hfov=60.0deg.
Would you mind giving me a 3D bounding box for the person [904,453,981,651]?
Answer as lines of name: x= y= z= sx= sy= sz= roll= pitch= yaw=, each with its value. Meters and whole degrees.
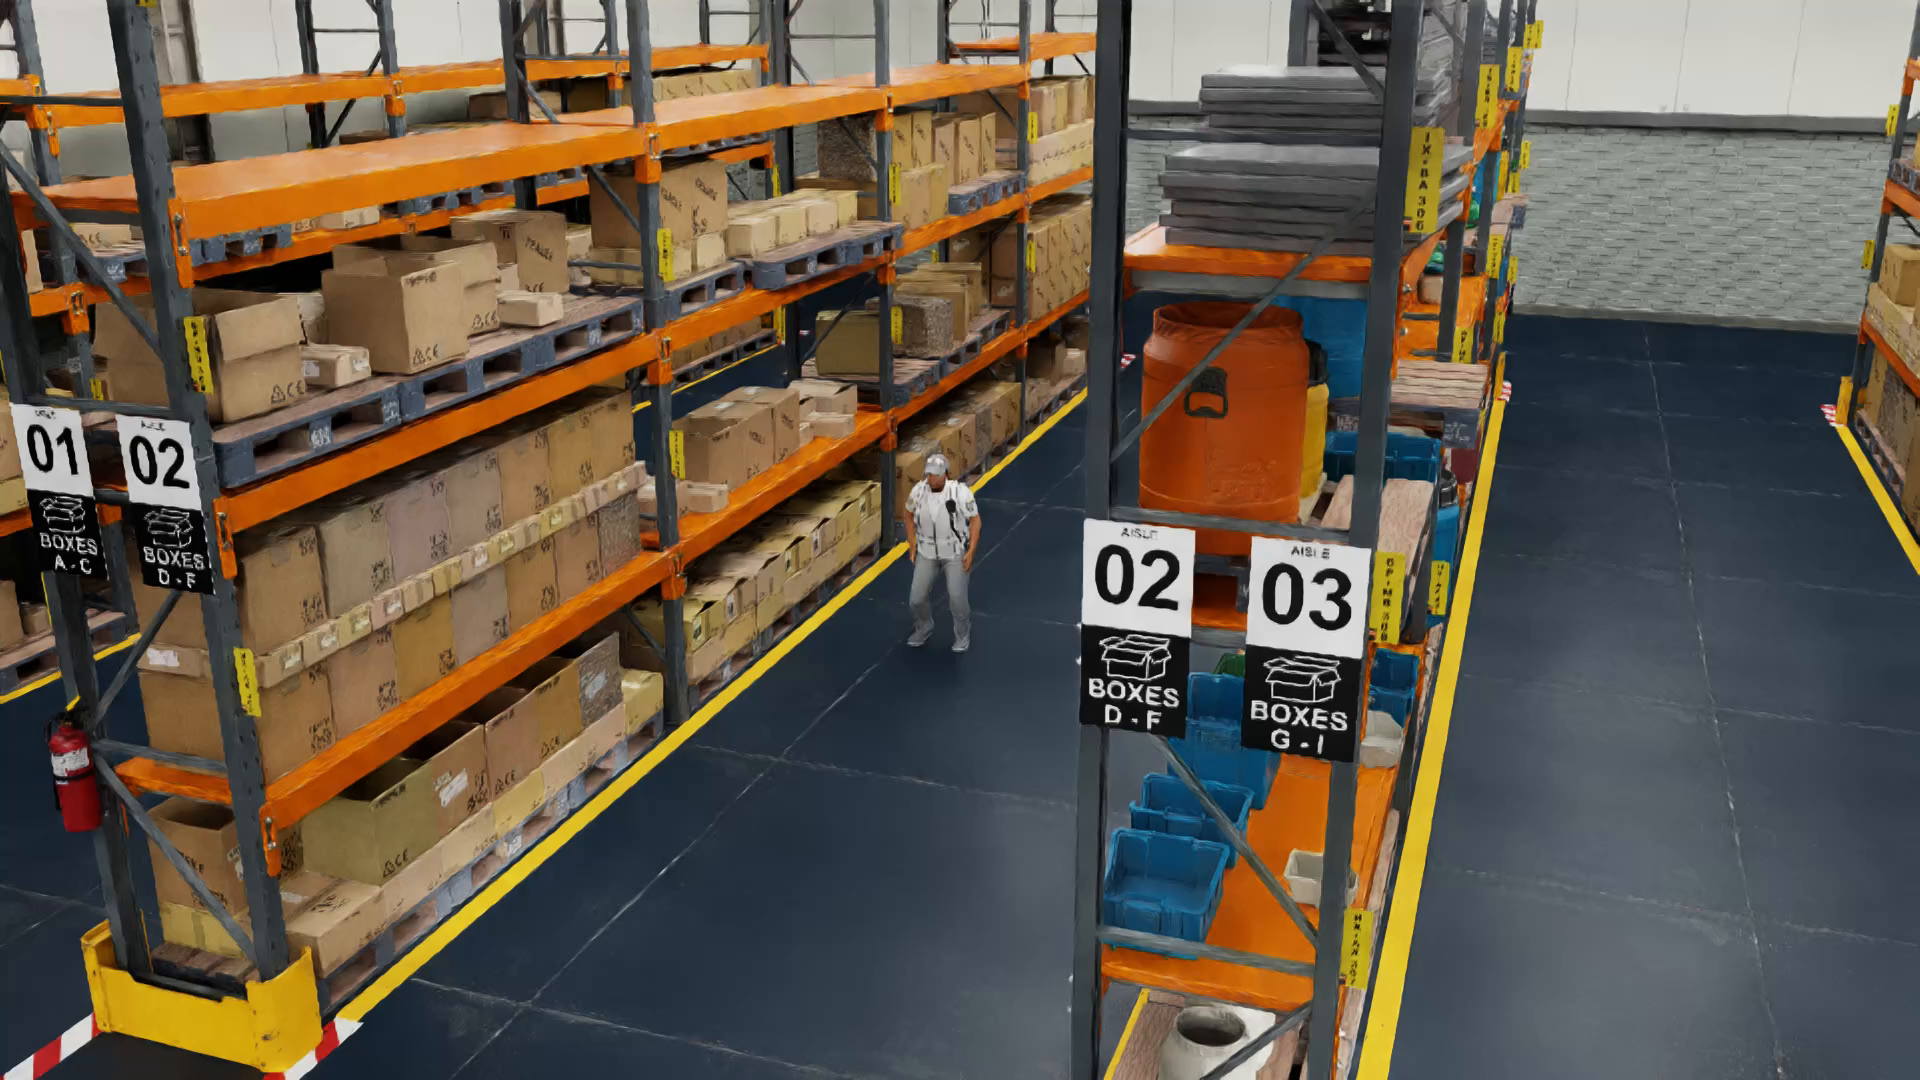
person: x=-0.146 y=0.095 z=12.735 sx=0.621 sy=1.619 sz=0.556 roll=6 pitch=20 yaw=16
